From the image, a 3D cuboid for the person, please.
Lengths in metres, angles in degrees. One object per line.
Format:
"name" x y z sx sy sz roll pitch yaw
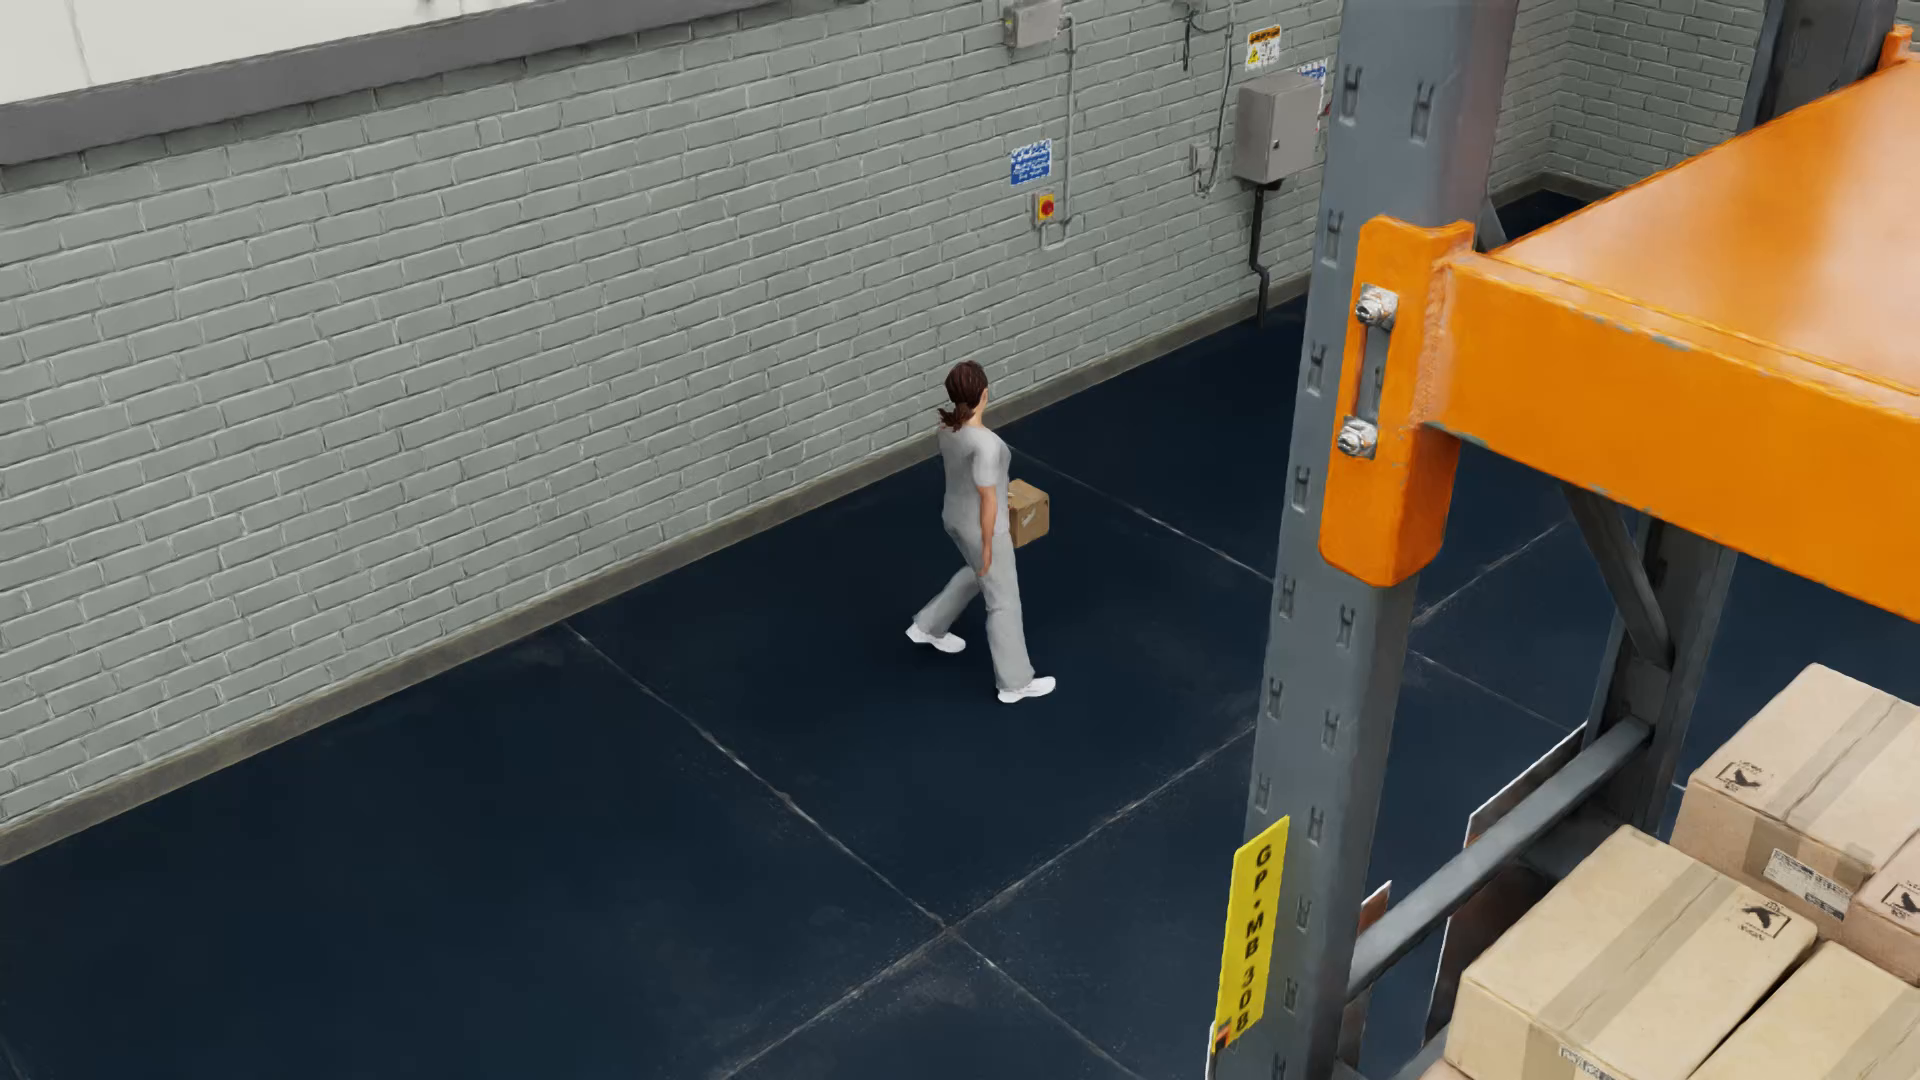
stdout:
"person" 0.123 -0.039 7.722 0.540 1.651 0.631 -22 38 -31
